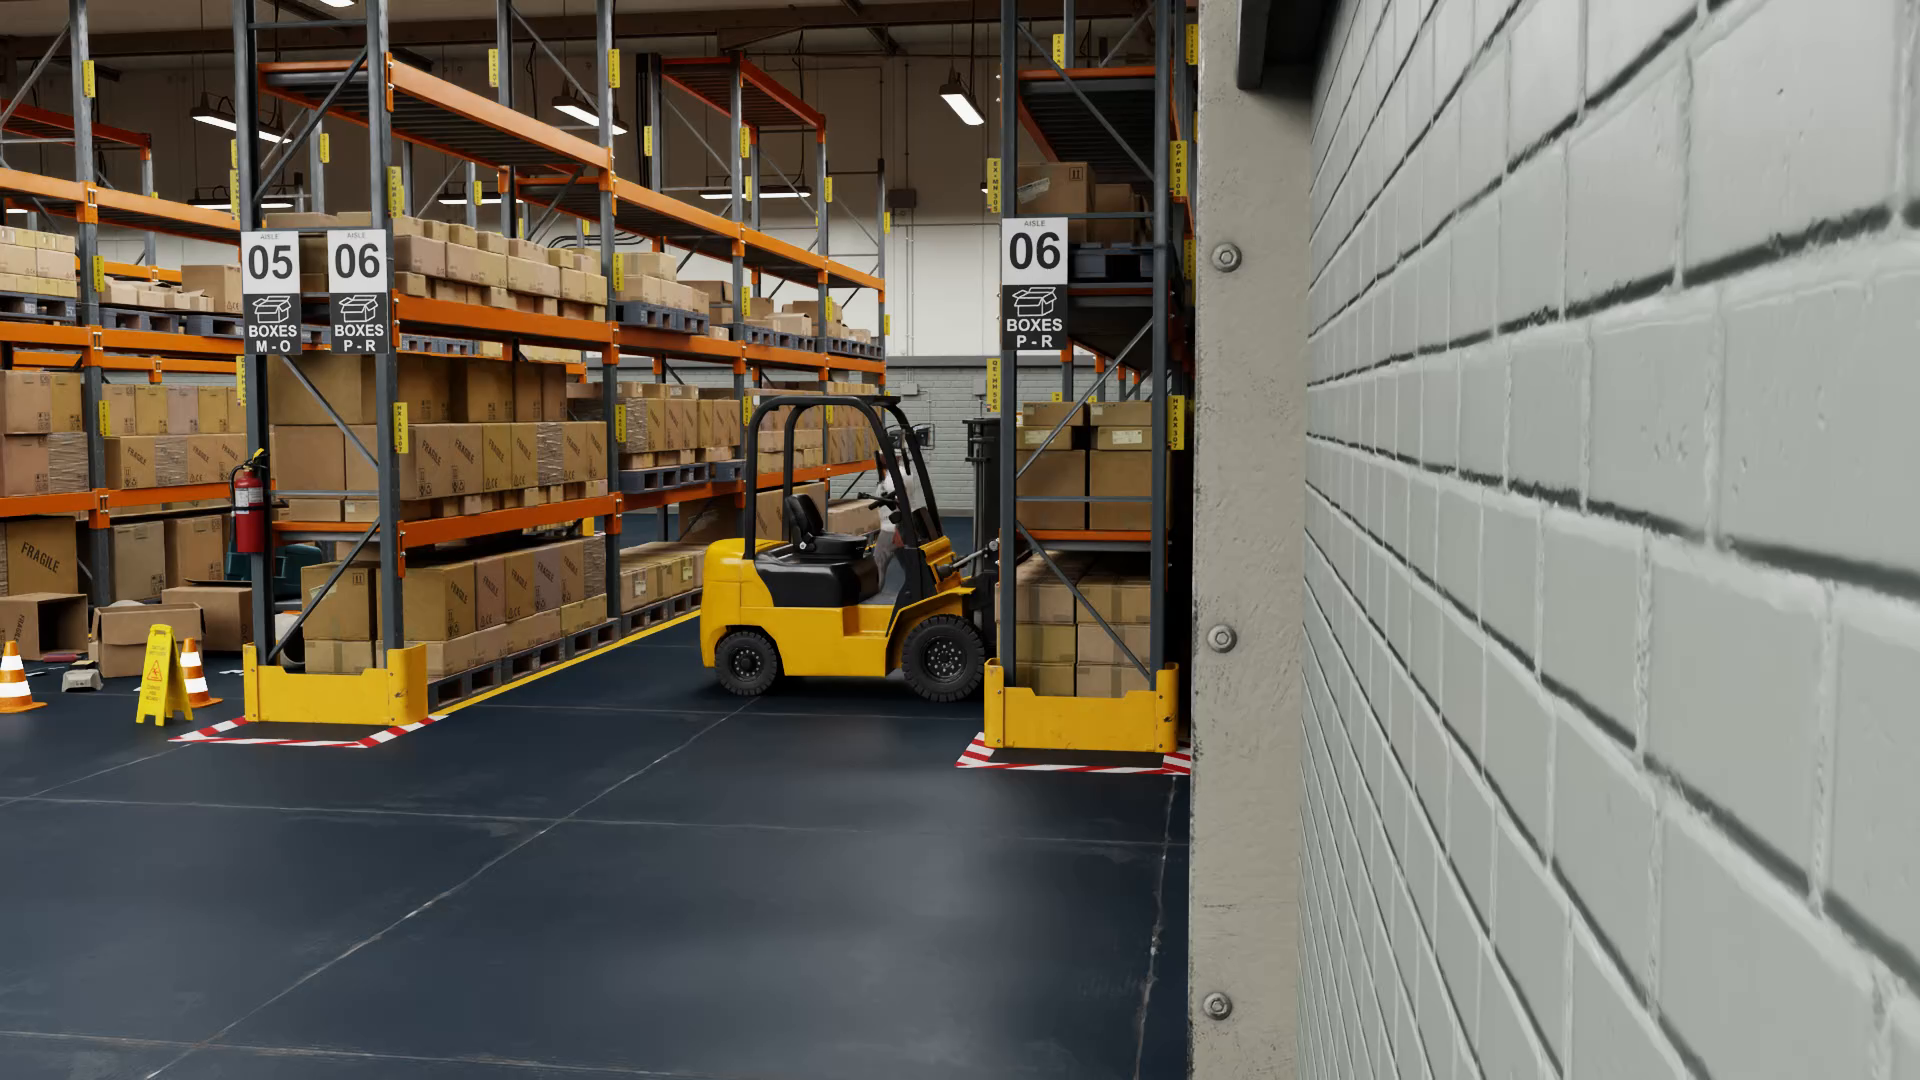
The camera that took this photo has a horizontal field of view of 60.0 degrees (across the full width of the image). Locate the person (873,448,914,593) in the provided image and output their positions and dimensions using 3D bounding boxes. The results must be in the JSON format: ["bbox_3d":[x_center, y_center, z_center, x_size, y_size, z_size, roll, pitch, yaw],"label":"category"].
[{"bbox_3d":[-0.665,-0.110,16.280,0.959,1.706,0.603,2,5,25],"label":"person"}]
